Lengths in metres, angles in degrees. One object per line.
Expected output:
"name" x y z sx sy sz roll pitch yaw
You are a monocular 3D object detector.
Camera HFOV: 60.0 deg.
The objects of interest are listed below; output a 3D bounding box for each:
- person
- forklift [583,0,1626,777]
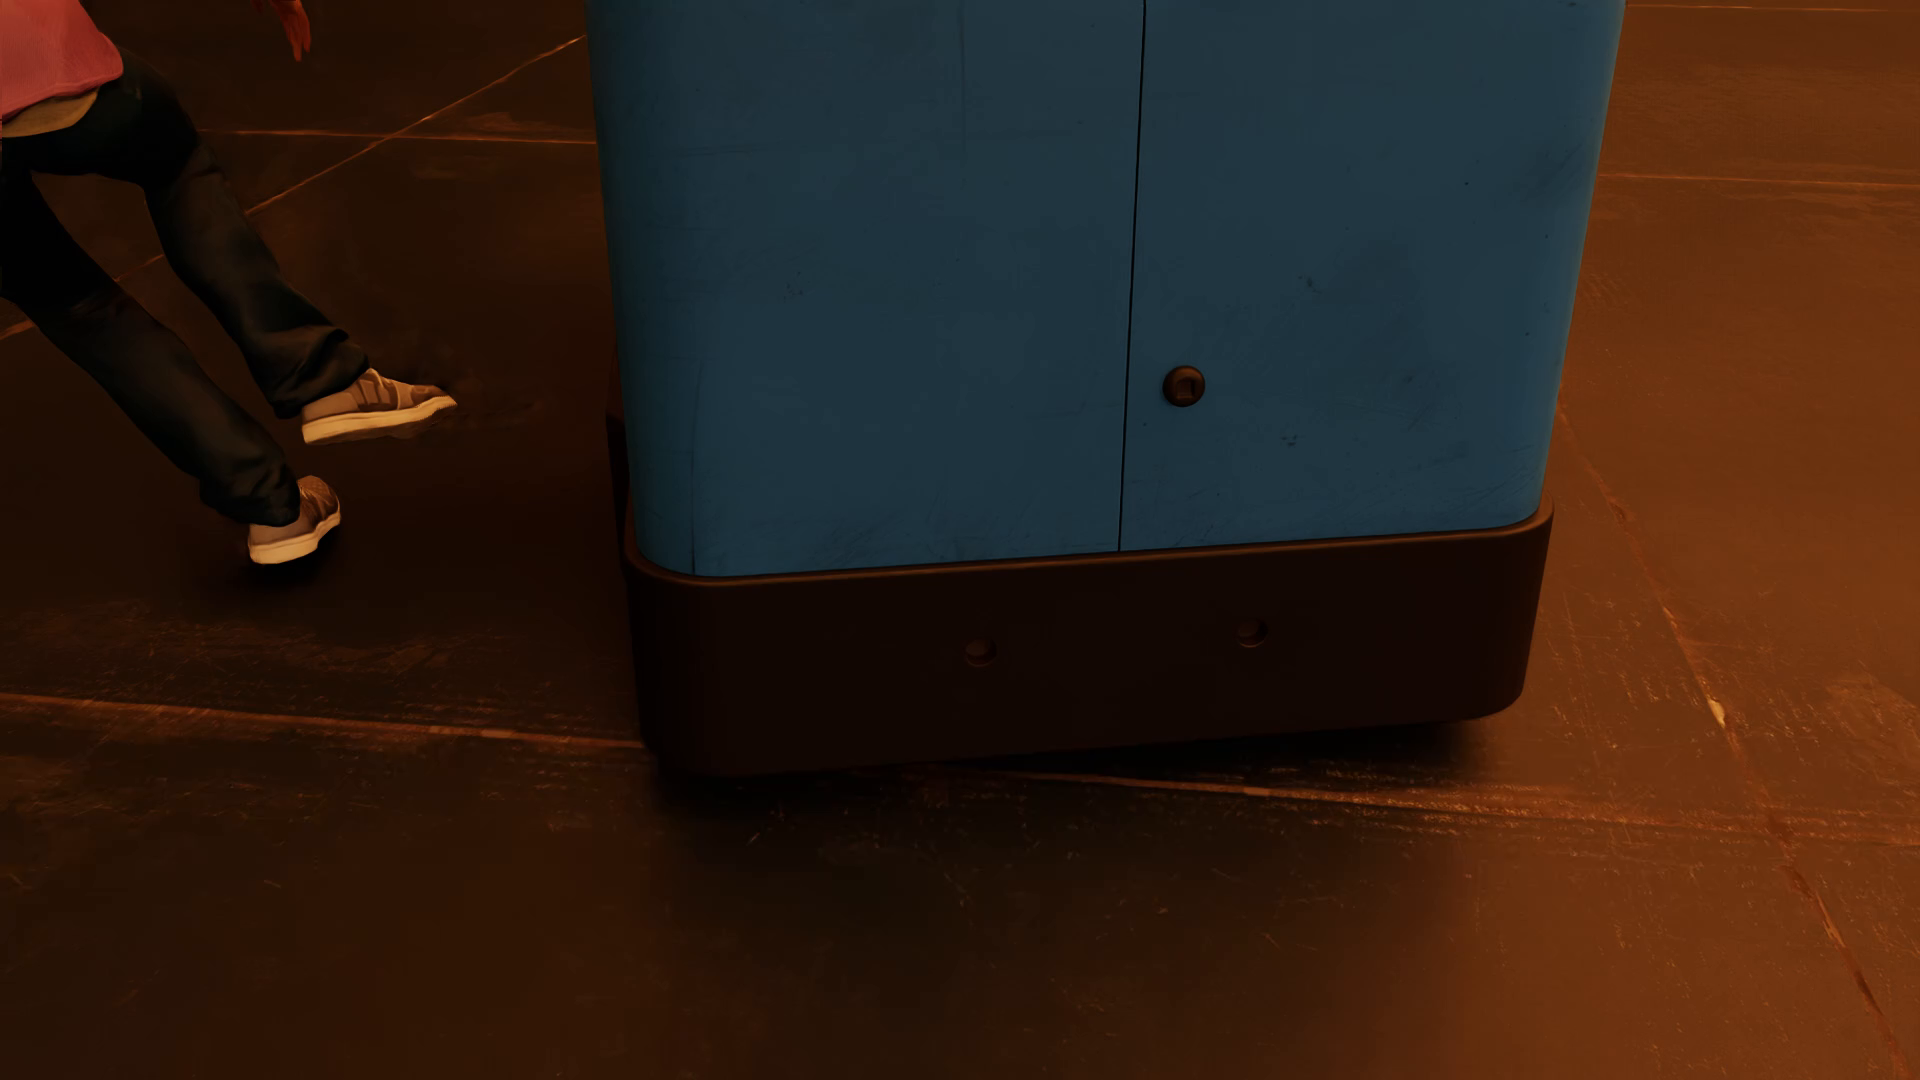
"person" -1.233 -0.613 2.240 0.916 1.321 0.838 -16 31 -30
"forklift" -0.037 -1.683 2.590 1.130 2.935 3.031 -4 27 -7
